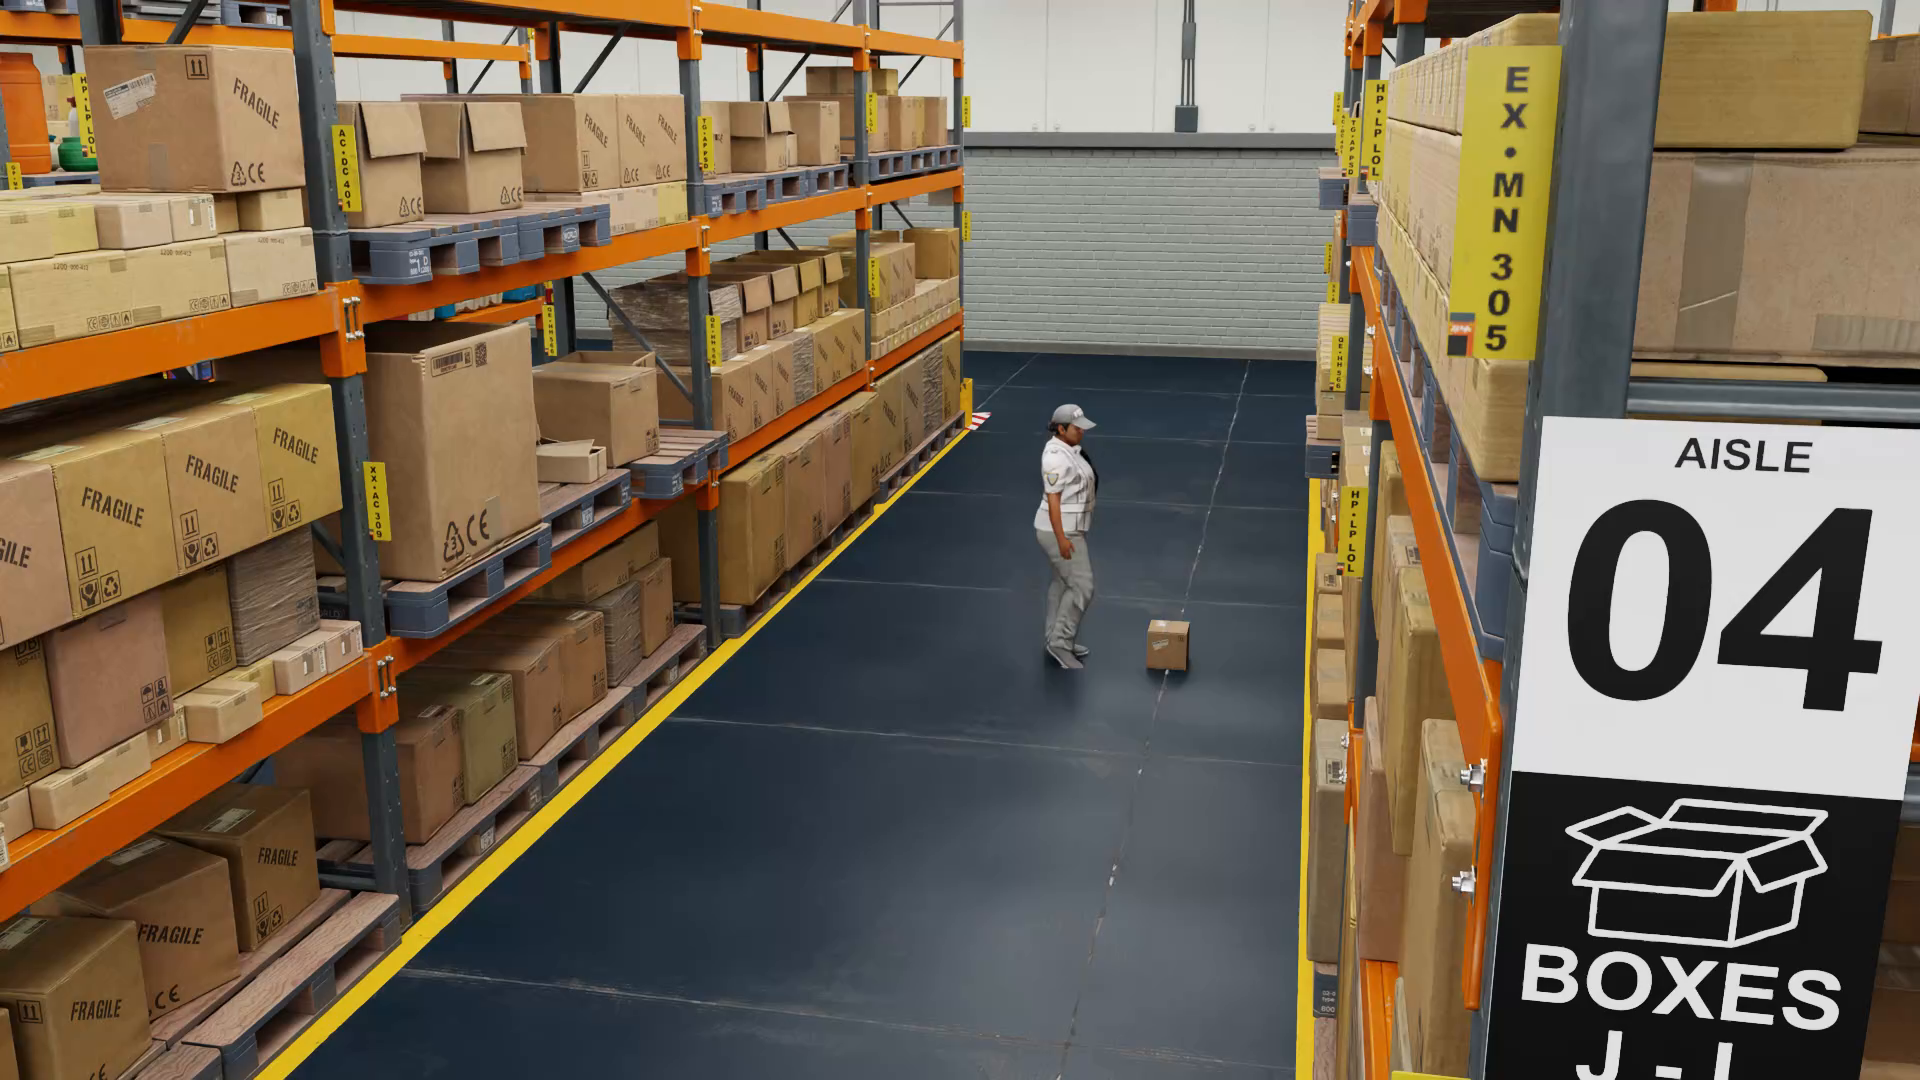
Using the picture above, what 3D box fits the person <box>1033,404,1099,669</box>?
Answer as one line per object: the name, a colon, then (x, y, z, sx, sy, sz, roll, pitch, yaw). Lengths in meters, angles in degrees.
person: (0.685, -0.026, 10.676, 0.416, 1.716, 0.495, 3, 15, 12)
